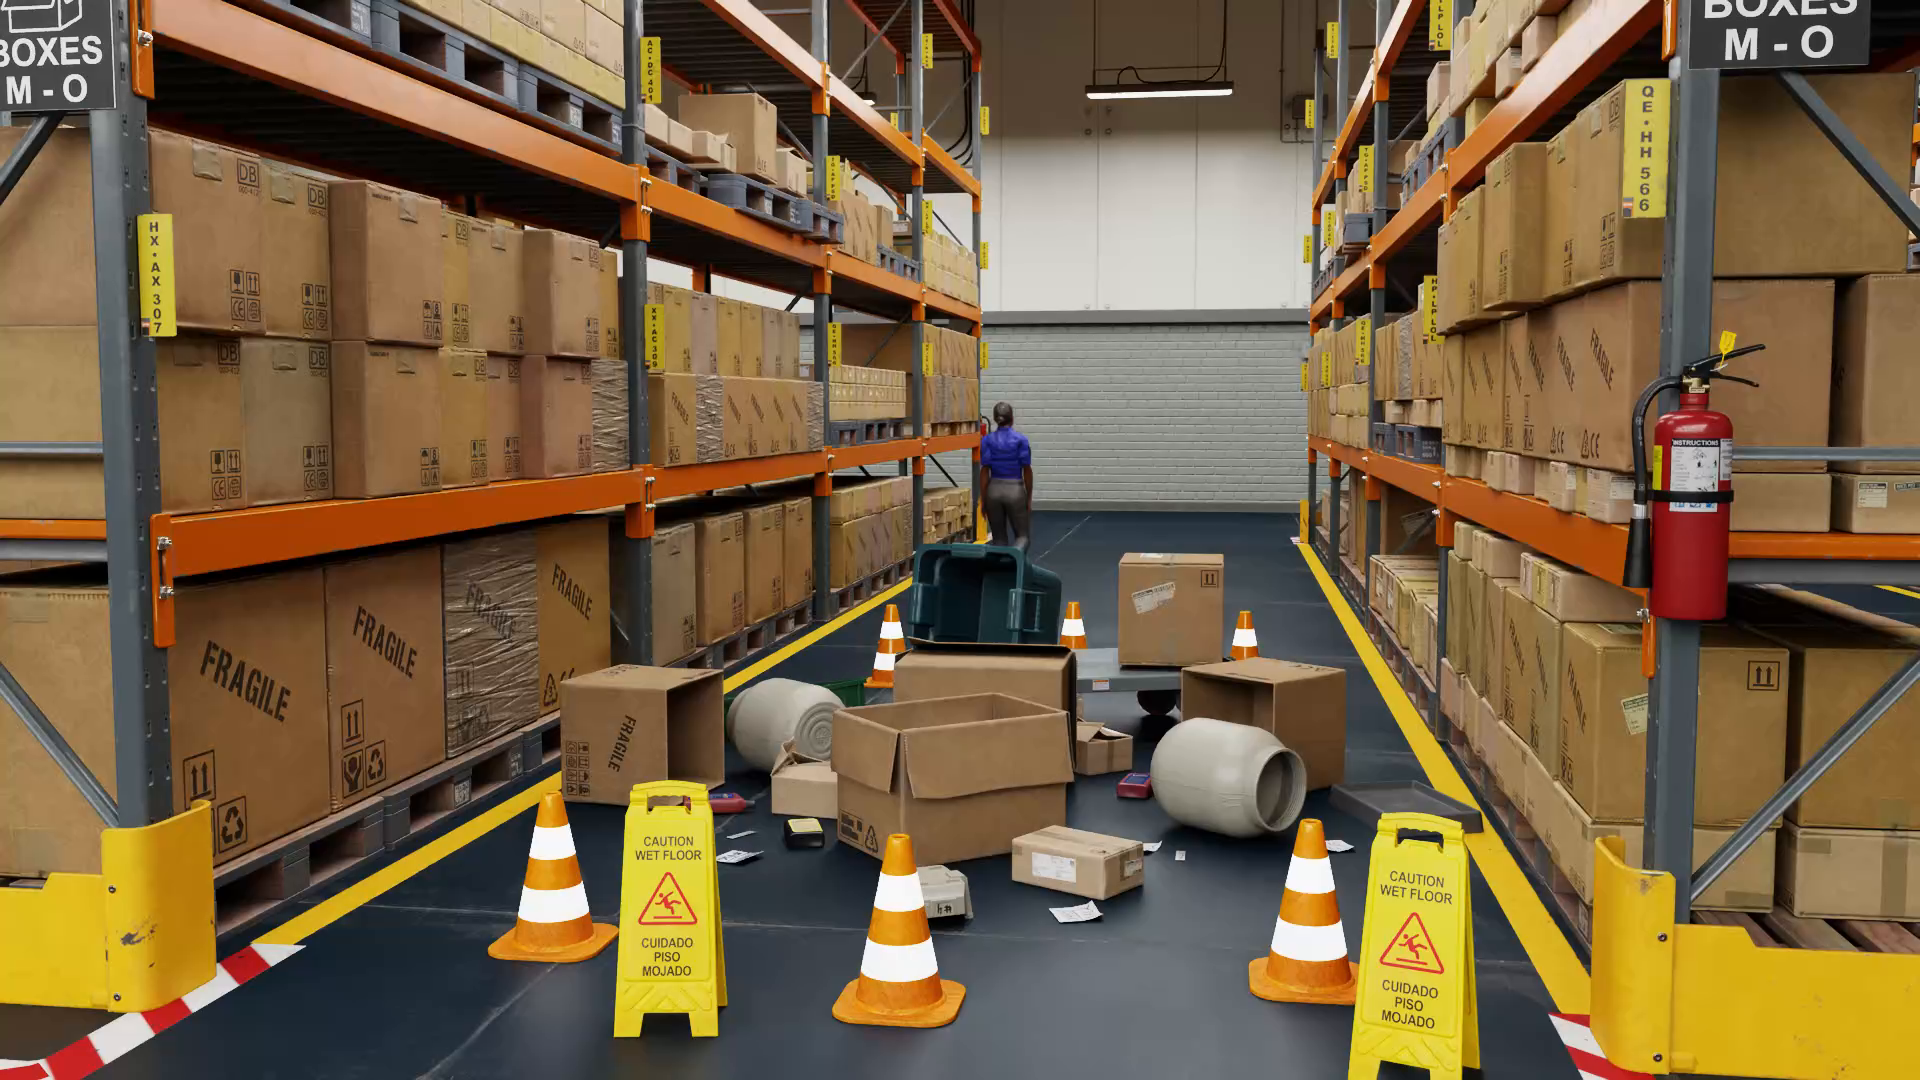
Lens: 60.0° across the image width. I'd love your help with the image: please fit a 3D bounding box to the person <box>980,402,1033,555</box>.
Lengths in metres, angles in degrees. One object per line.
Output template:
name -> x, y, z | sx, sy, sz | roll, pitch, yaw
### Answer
person -> 0.388, -0.342, 13.991 | 0.448, 1.638, 0.631 | 1, 5, 10
